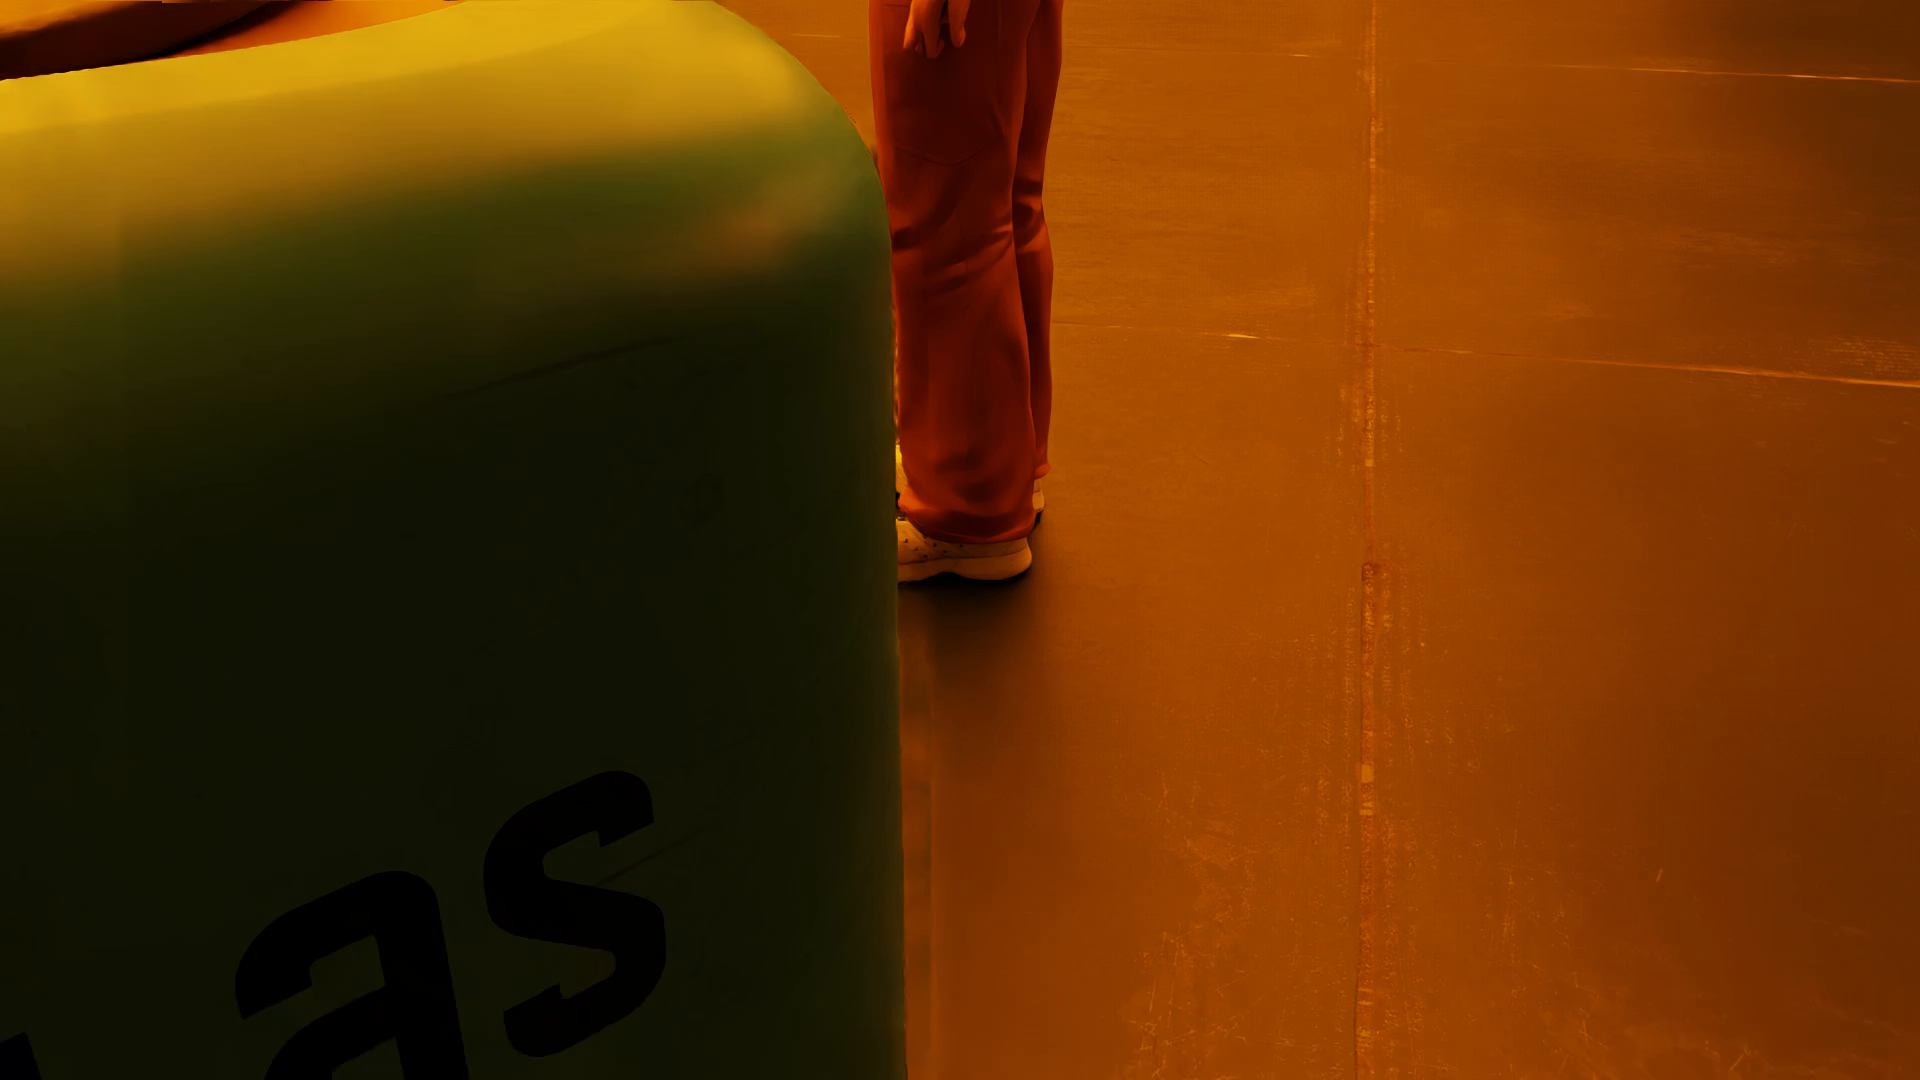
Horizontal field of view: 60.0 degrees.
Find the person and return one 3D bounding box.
[{"bbox_3d":[-0.001,-0.743,2.120,0.381,1.671,0.435,6,27,11],"label":"person"}]
